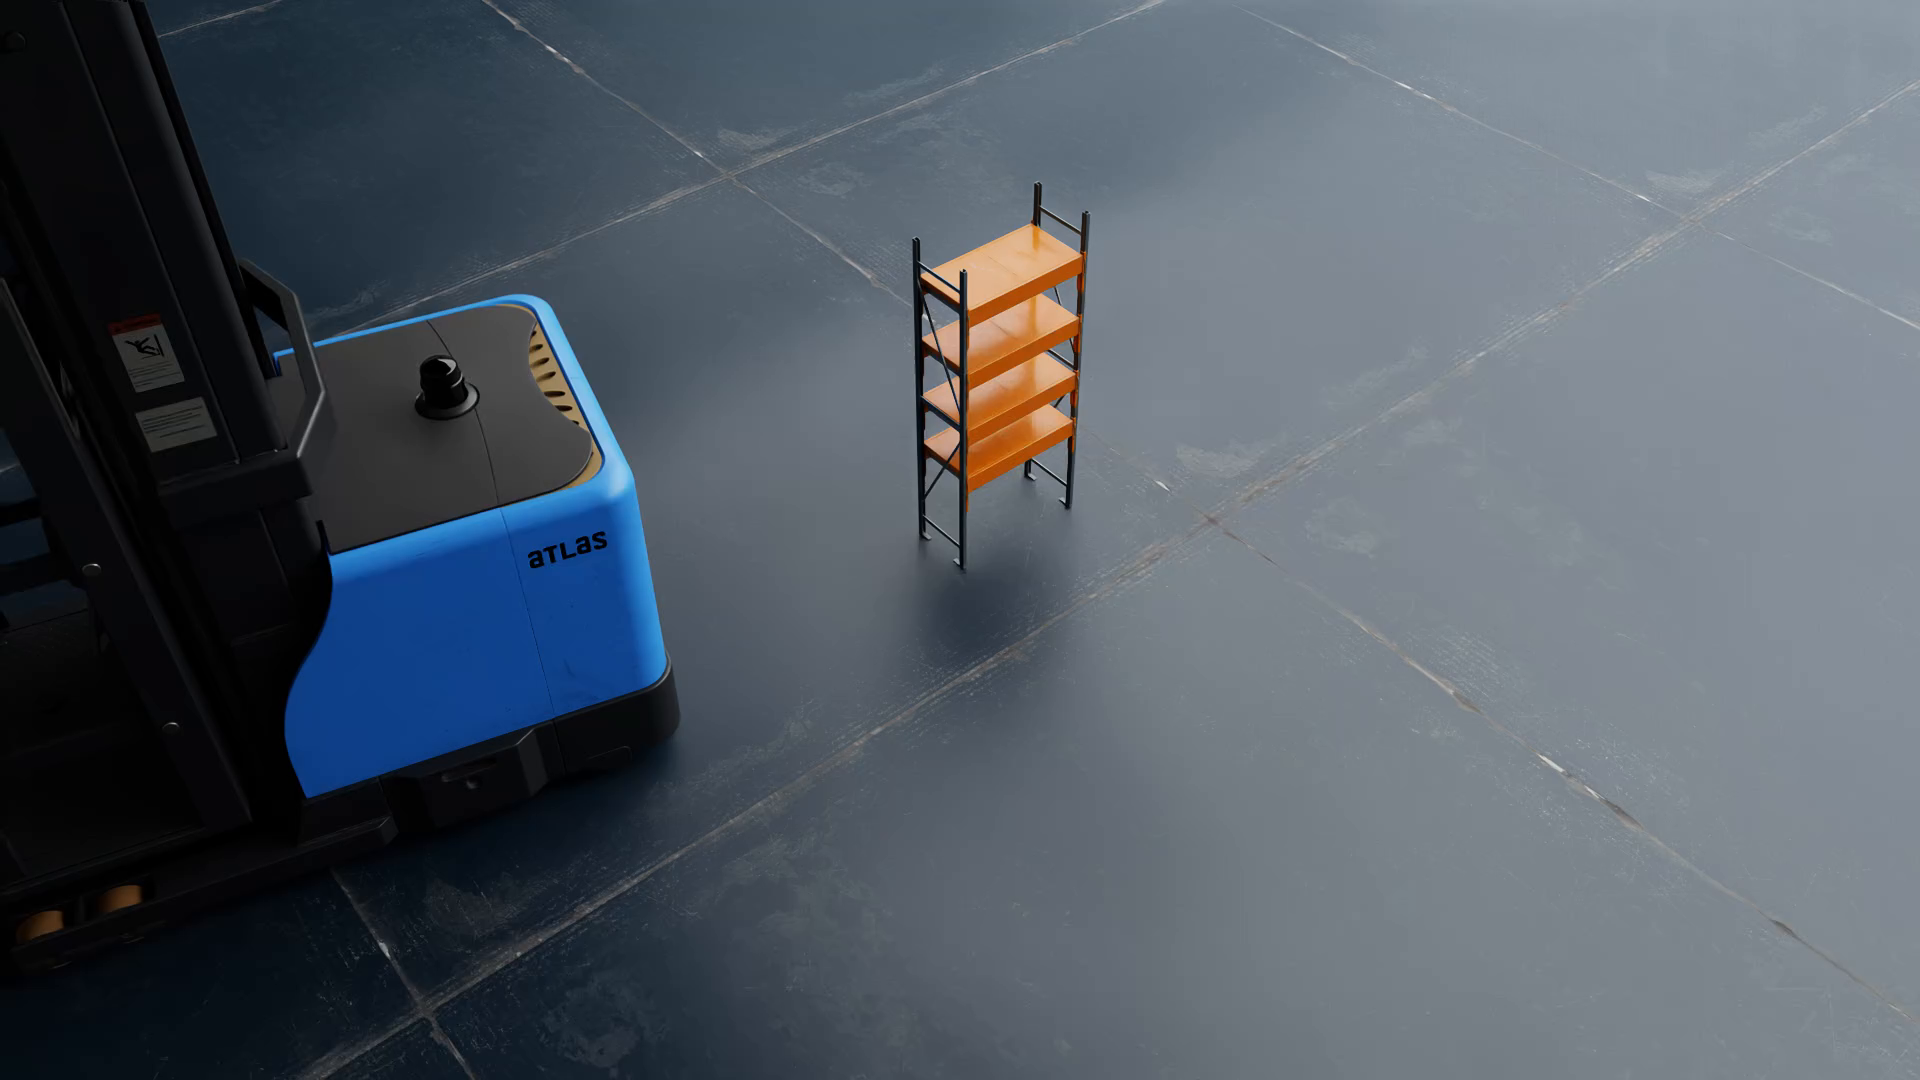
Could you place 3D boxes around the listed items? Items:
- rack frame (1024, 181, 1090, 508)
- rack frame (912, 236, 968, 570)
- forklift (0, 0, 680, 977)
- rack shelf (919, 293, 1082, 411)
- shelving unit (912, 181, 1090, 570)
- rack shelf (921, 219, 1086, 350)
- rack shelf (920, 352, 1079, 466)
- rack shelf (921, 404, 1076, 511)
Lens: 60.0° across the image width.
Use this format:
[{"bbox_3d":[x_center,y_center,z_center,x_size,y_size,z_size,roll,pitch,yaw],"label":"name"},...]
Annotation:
[{"bbox_3d":[0.314,-0.617,5.531,0.015,1.200,0.240,-30,51,-28],"label":"rack frame"},{"bbox_3d":[-0.060,-0.403,5.303,0.015,1.200,0.240,-30,51,-28],"label":"rack frame"},{"bbox_3d":[-2.411,-0.320,3.950,3.031,2.935,1.130,-18,46,-18],"label":"forklift"},{"bbox_3d":[0.127,-0.624,5.310,0.480,0.148,0.258,-30,51,-28],"label":"rack shelf"},{"bbox_3d":[0.127,-0.510,5.417,0.503,1.200,0.258,-30,51,-28],"label":"shelving unit"},{"bbox_3d":[0.127,-0.796,5.148,0.480,0.148,0.258,-30,51,-28],"label":"rack shelf"},{"bbox_3d":[0.127,-0.461,5.463,0.480,0.148,0.258,-30,51,-28],"label":"rack shelf"},{"bbox_3d":[0.127,-0.316,5.599,0.480,0.148,0.258,-30,51,-28],"label":"rack shelf"}]
